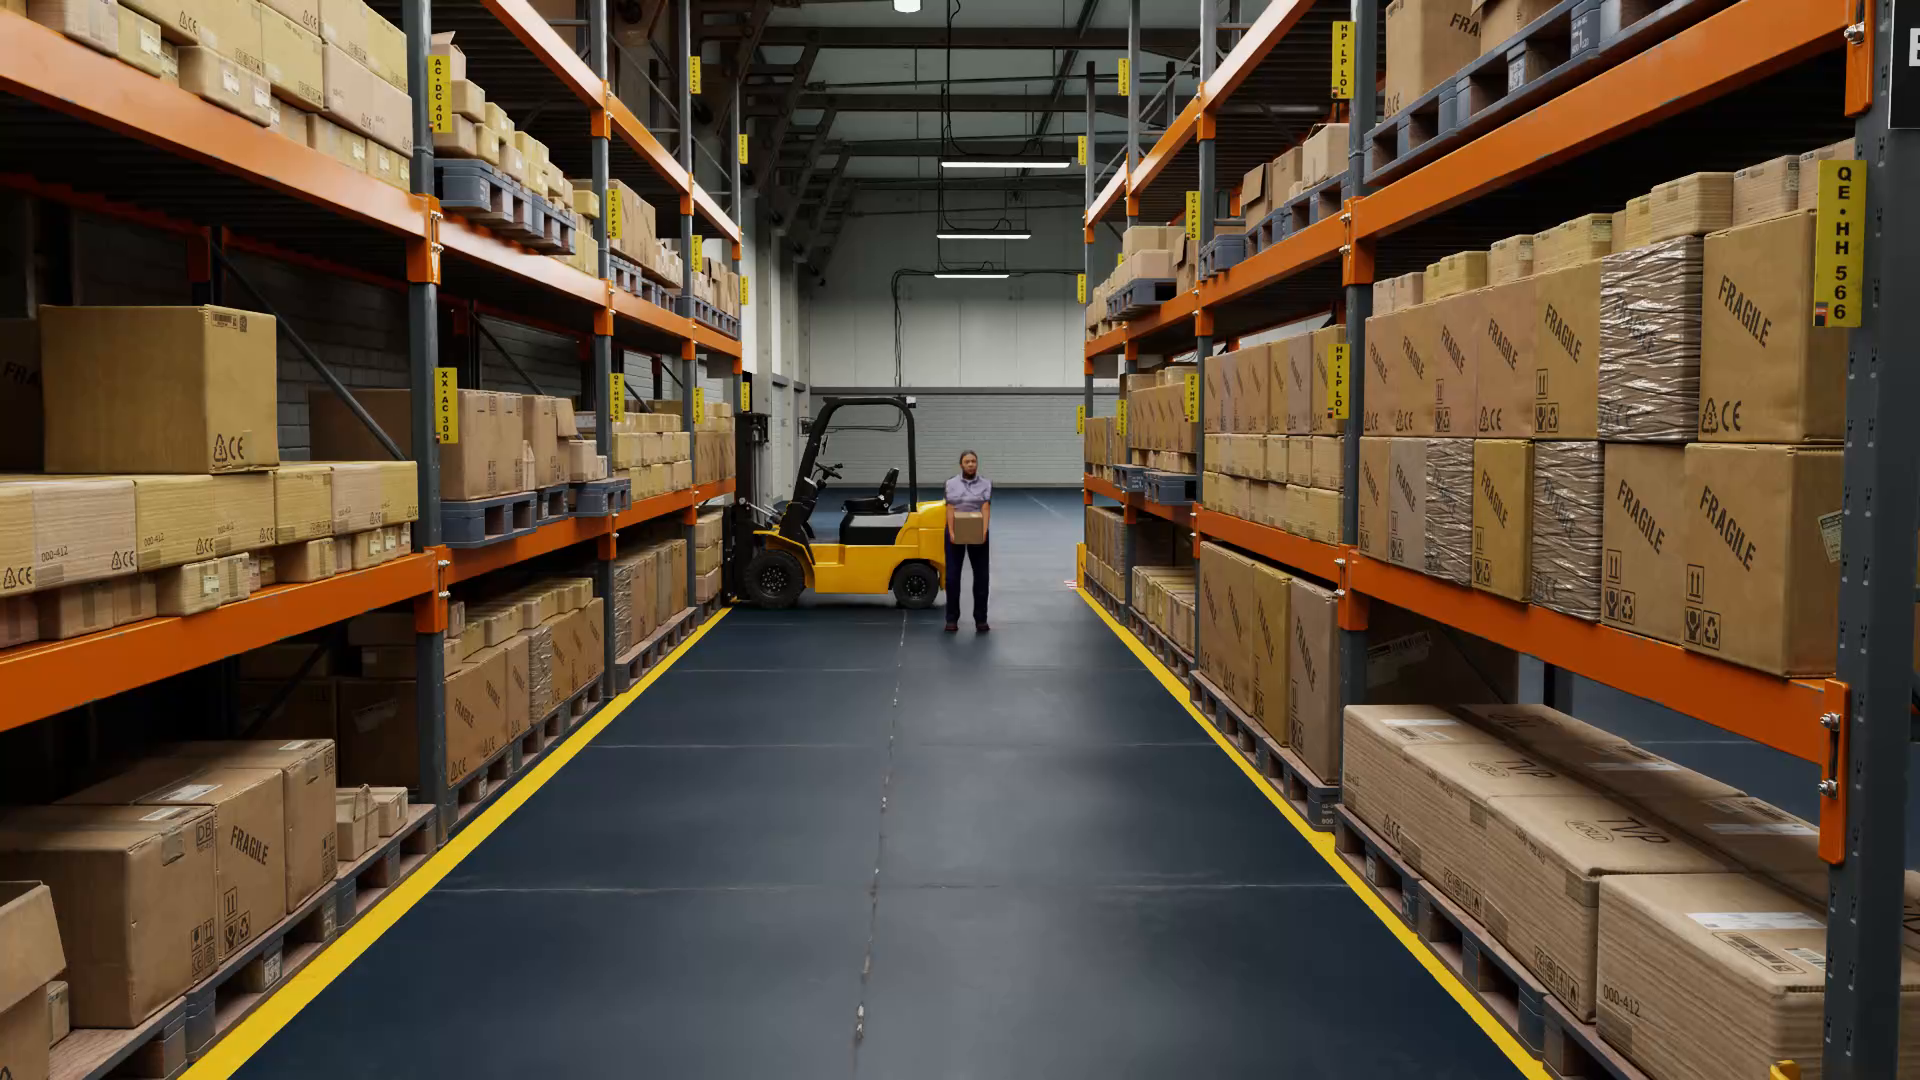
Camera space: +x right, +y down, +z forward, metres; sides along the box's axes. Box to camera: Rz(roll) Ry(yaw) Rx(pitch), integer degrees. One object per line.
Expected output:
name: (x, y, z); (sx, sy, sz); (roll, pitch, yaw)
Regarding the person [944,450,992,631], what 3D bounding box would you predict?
person: (0.075, 0.004, 15.128); (0.435, 1.646, 0.534); (0, 4, -2)
